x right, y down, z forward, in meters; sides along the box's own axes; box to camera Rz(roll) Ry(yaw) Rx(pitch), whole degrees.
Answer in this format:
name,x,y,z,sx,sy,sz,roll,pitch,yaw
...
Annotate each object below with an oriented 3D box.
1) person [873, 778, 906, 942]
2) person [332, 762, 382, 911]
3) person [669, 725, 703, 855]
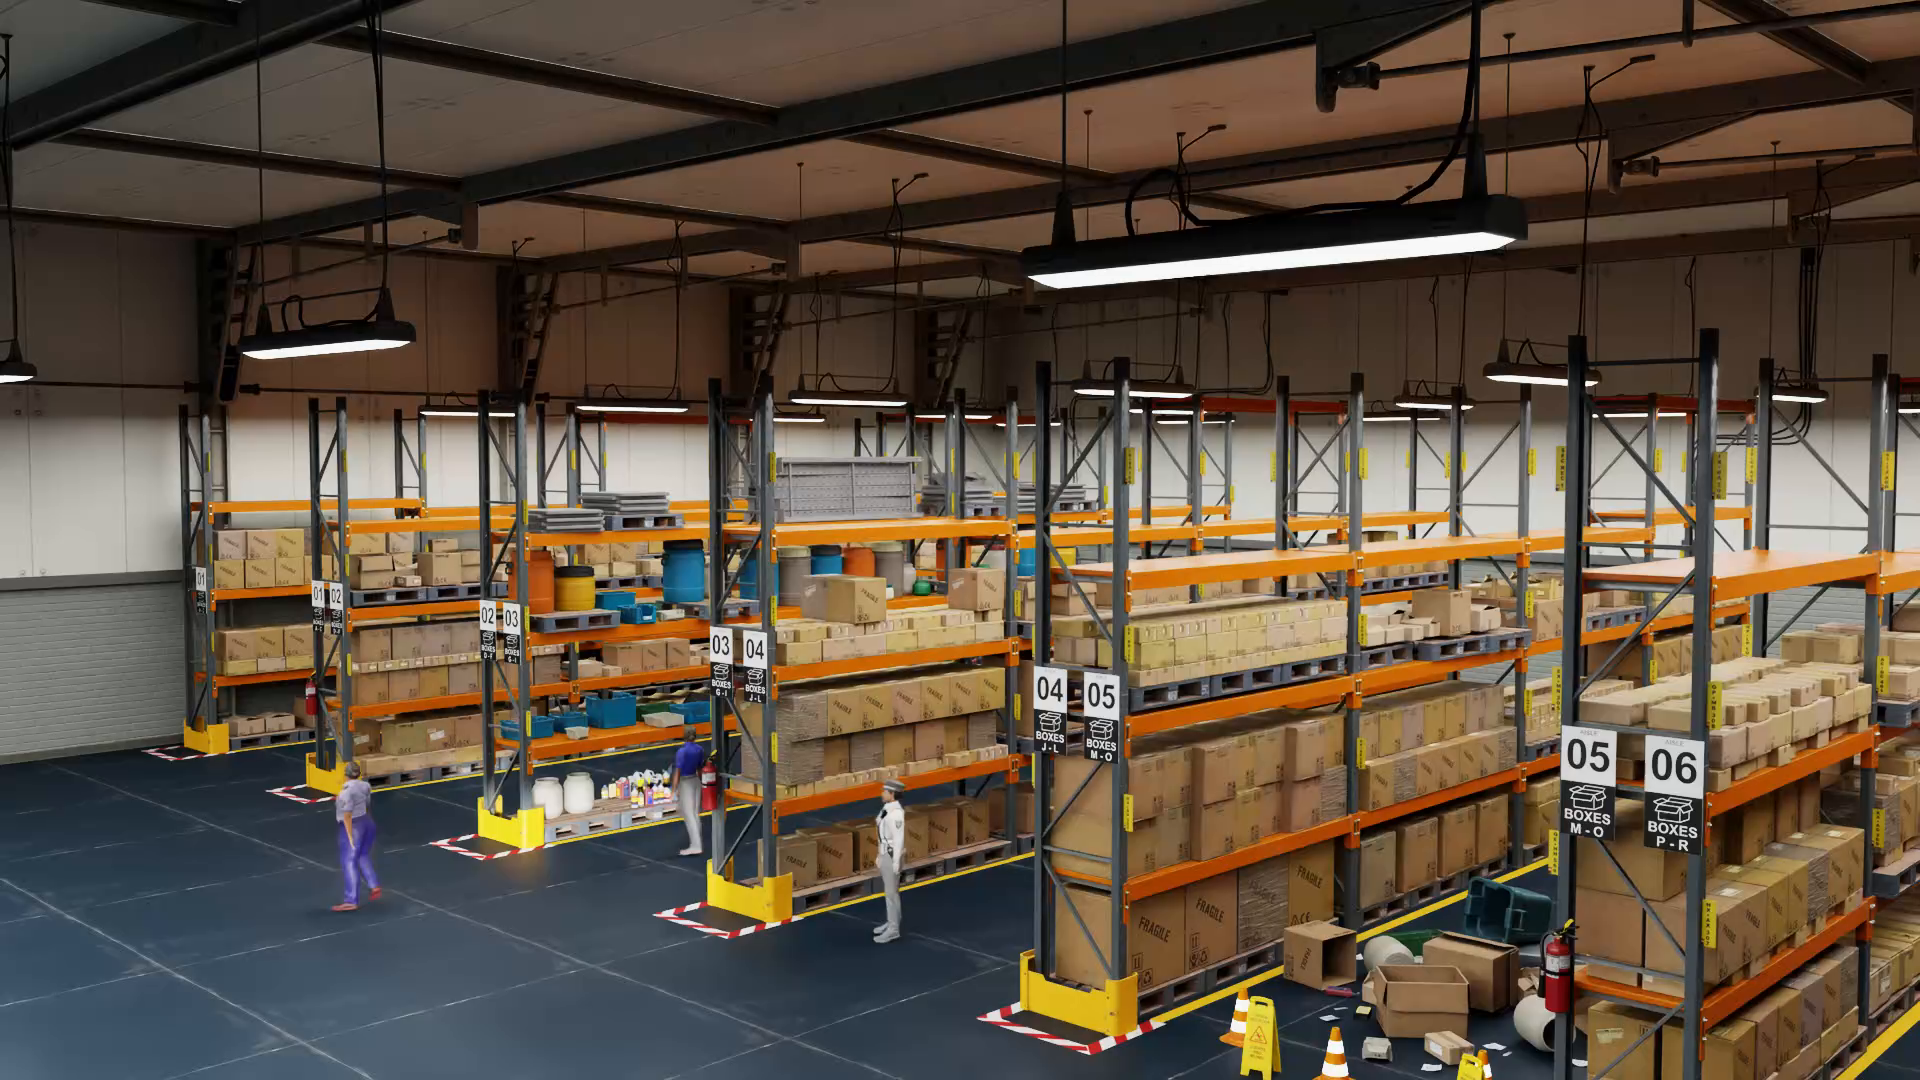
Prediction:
name,x,y,z,sx,sy,sz,roll,pitch,yaw
person,-0.762,3.388,17.738,0.373,1.704,0.511,-1,3,-11
person,-6.847,3.341,18.877,0.389,1.670,0.580,1,3,18
person,-3.480,3.218,21.352,0.378,1.682,0.528,1,3,23
